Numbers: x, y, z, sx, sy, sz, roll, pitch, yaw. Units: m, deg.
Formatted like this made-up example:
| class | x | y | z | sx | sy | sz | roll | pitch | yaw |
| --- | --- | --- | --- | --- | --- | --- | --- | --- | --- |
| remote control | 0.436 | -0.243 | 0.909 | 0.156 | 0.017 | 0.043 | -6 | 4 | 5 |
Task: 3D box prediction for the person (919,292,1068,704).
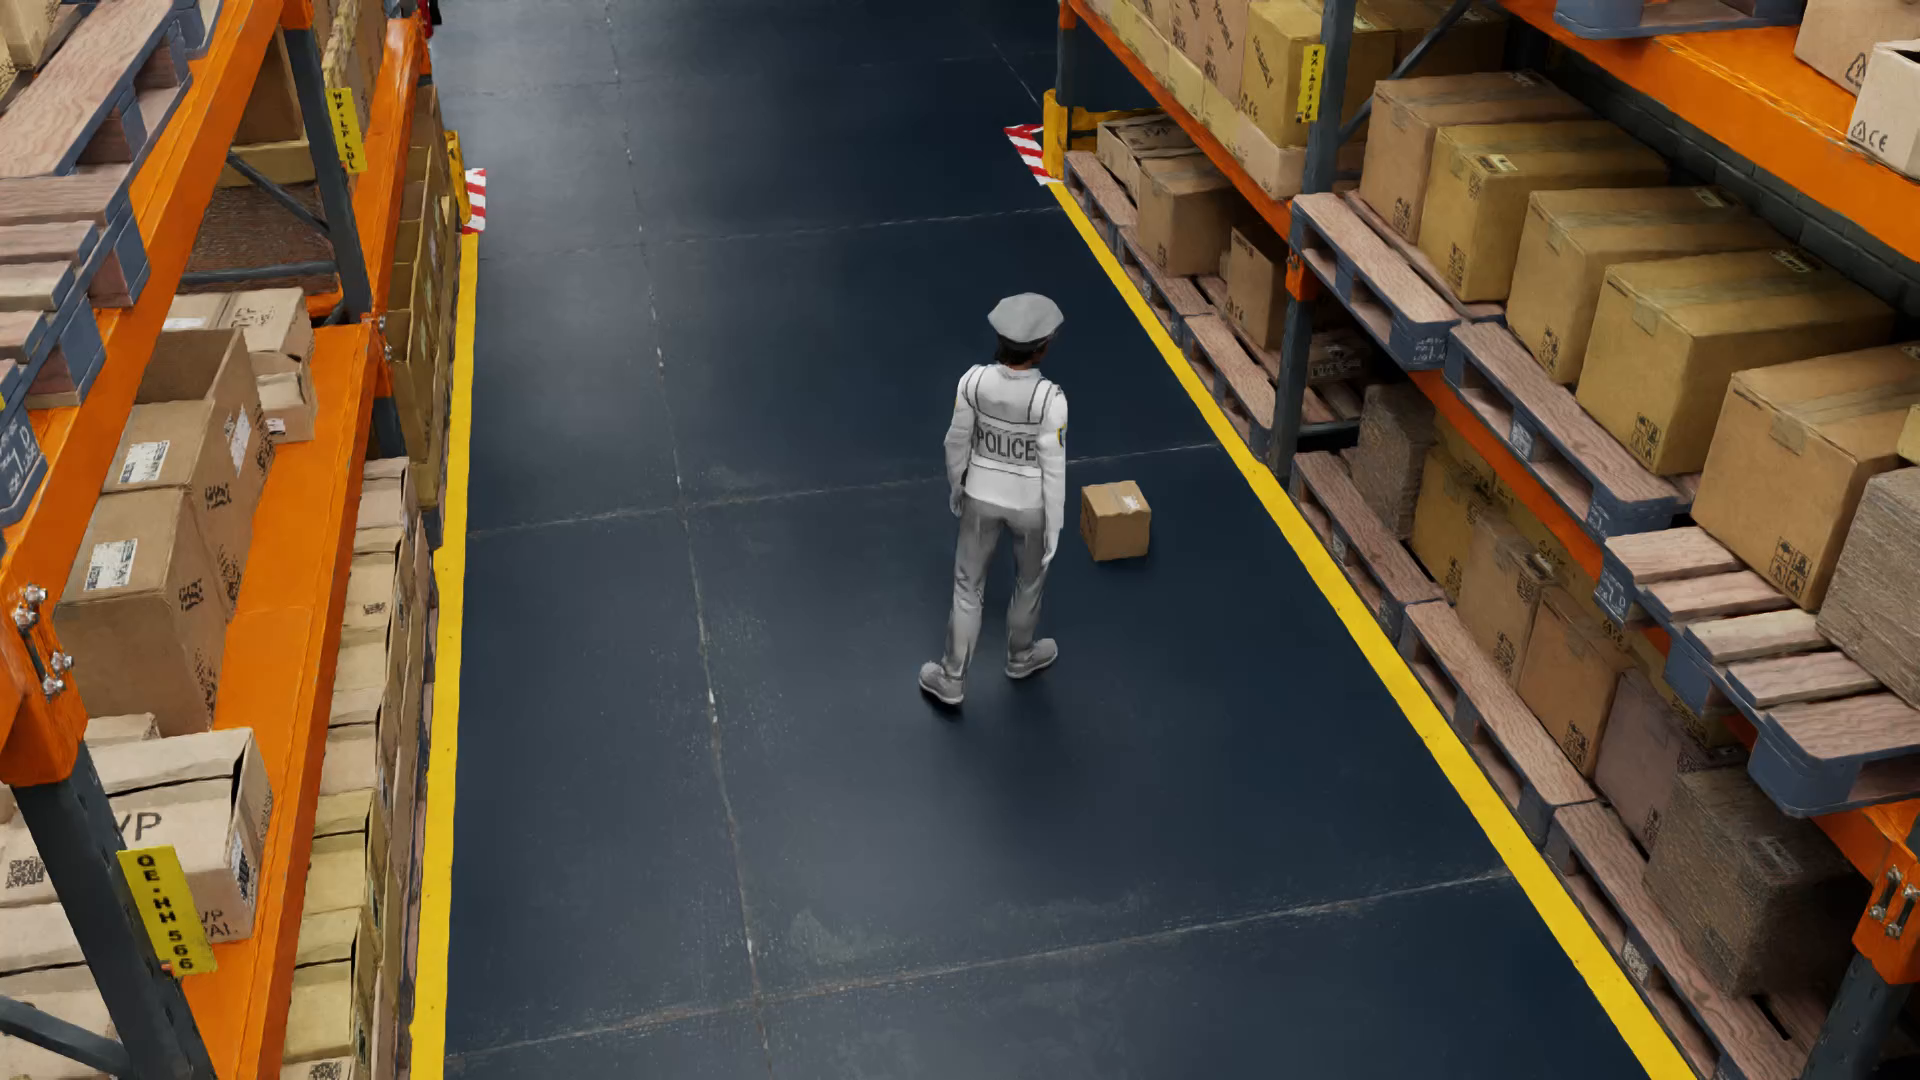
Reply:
| class | x | y | z | sx | sy | sz | roll | pitch | yaw |
| --- | --- | --- | --- | --- | --- | --- | --- | --- | --- |
| person | 0.139 | -0.121 | 6.302 | 0.556 | 1.669 | 0.576 | 12 | 36 | 16 |
